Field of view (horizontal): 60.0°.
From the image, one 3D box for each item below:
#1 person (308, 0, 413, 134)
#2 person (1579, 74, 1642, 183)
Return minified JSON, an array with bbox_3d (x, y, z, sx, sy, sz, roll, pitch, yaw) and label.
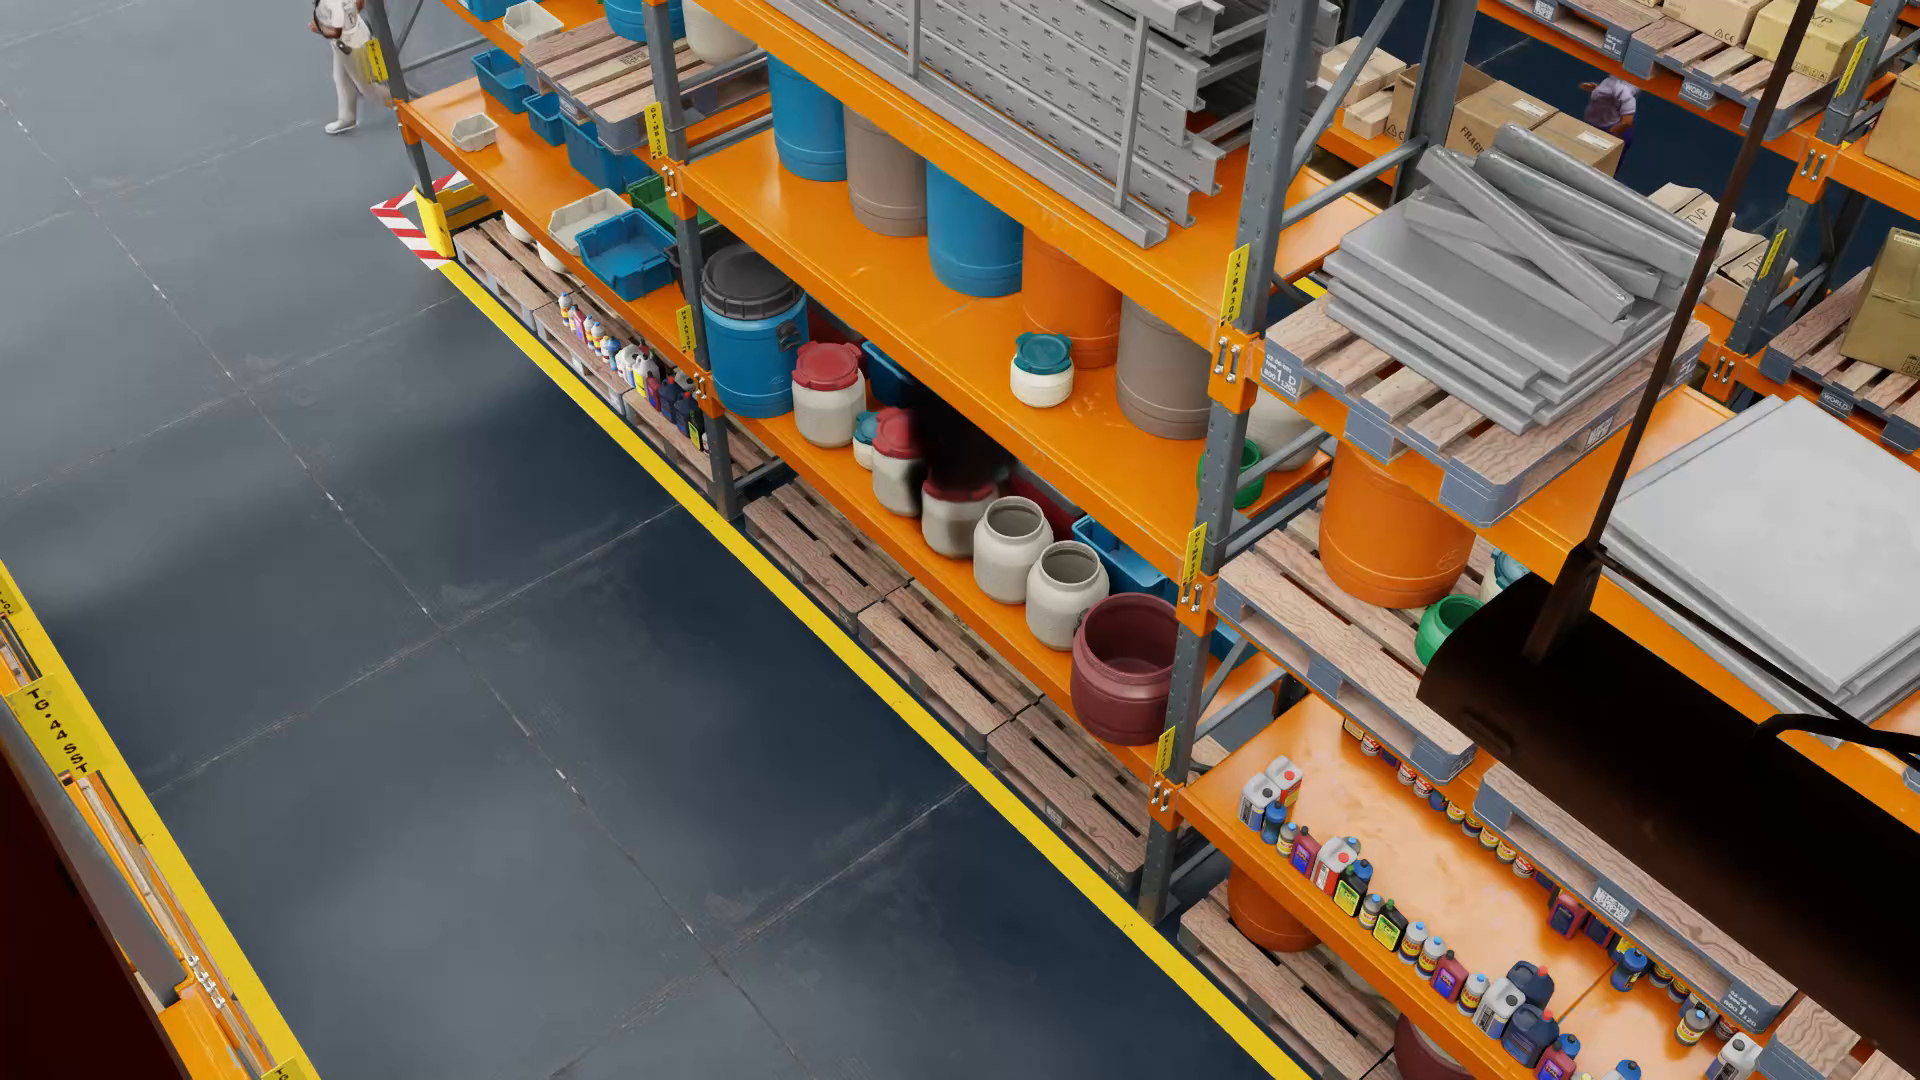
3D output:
[{"bbox_3d":[-5.021,-4.072,13.662,0.842,1.689,0.600,-7,47,-6],"label":"person"},{"bbox_3d":[4.936,-3.038,12.715,0.583,1.669,0.893,-36,56,-29],"label":"person"}]
